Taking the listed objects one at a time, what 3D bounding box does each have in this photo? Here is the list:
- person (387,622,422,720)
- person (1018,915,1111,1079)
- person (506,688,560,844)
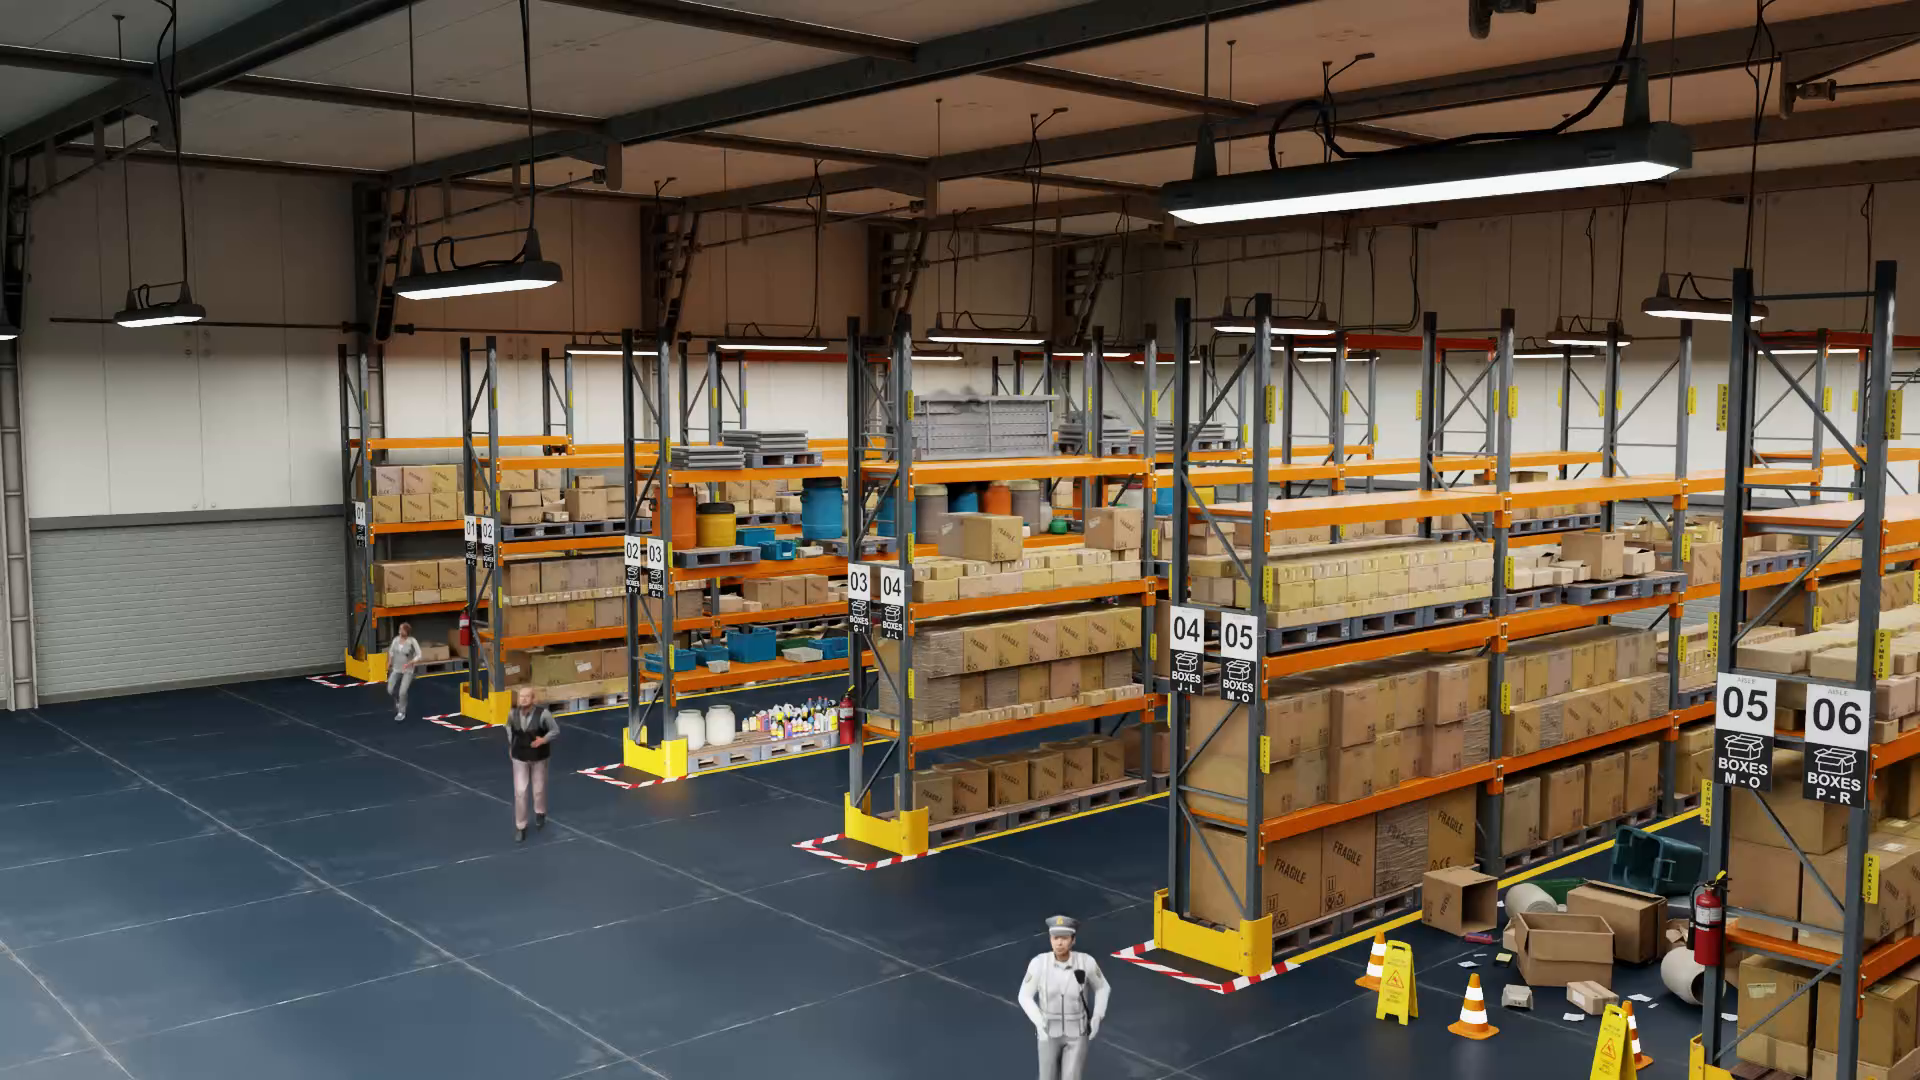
[{"bbox_3d":[-8.729,2.095,26.134,0.562,1.473,0.496,1,5,7],"label":"person"},{"bbox_3d":[0.708,3.336,11.276,0.624,1.695,0.781,0,5,4],"label":"person"},{"bbox_3d":[-4.963,2.577,19.341,0.652,1.769,0.800,0,5,-5],"label":"person"}]
